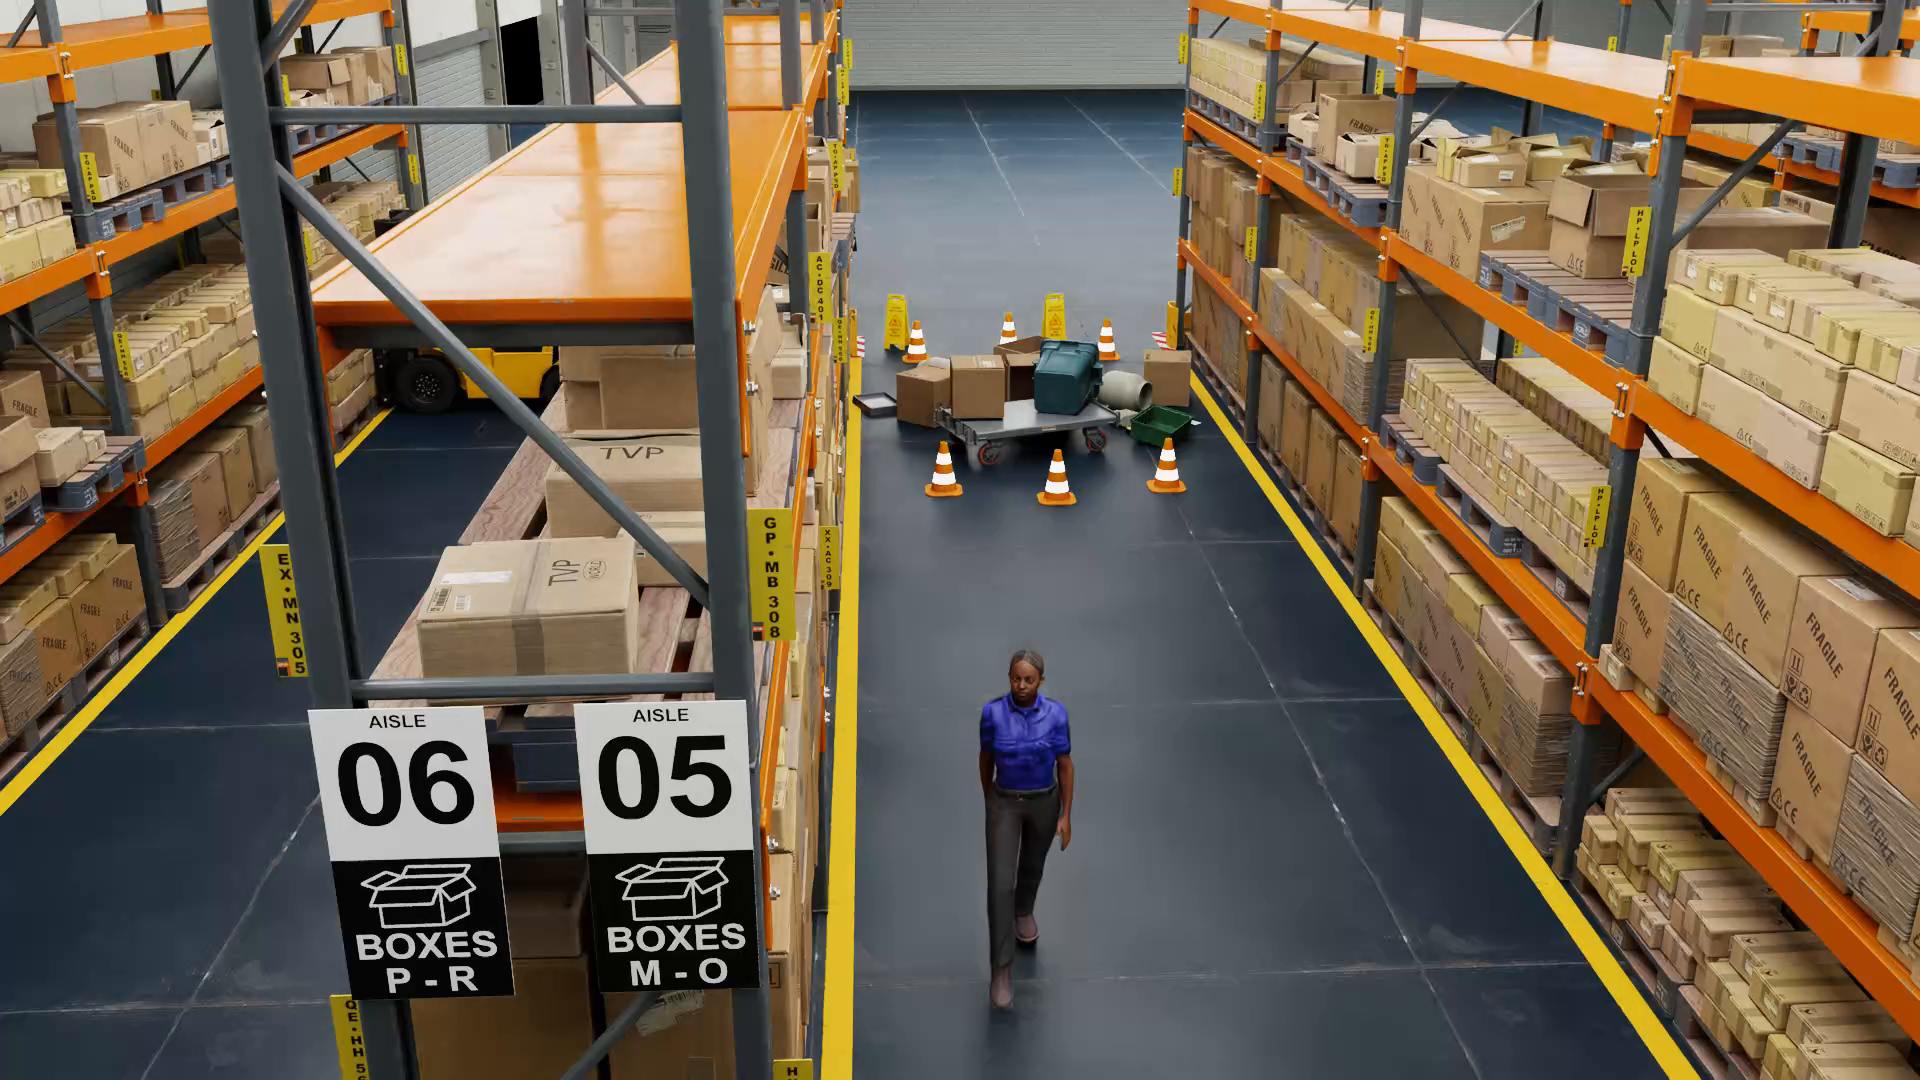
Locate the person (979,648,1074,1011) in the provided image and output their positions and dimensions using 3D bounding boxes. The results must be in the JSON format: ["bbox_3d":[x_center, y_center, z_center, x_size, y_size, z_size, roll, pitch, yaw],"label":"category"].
[{"bbox_3d":[0.325,1.342,8.020,0.445,1.676,0.777,-1,21,-3],"label":"person"}]
